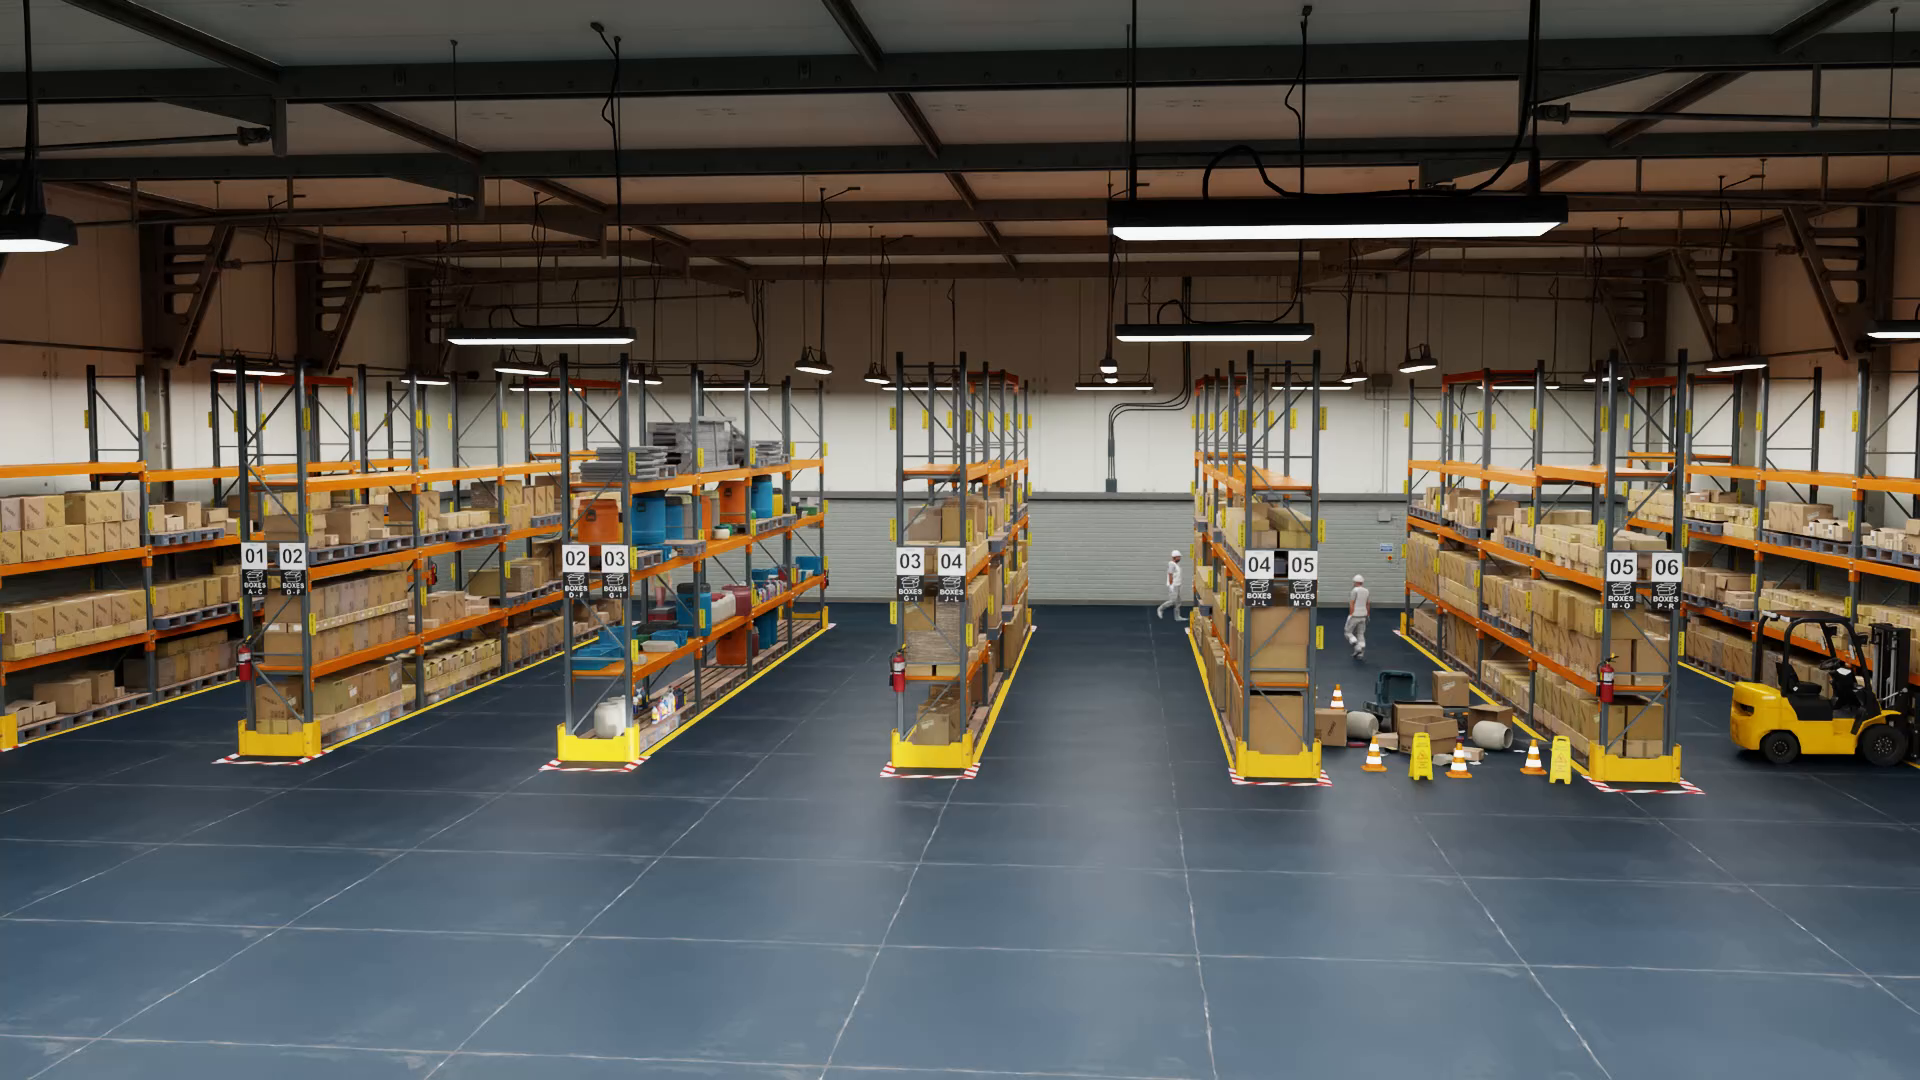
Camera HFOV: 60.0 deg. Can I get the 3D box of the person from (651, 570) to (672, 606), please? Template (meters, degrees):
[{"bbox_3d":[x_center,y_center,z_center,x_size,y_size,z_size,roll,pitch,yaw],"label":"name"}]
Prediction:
[{"bbox_3d":[-7.543,1.195,42.027,0.481,1.656,0.933,-2,5,-27],"label":"person"}]

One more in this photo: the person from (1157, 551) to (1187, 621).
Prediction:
[{"bbox_3d":[5.315,1.148,41.671,0.701,1.776,0.616,2,4,25],"label":"person"}]

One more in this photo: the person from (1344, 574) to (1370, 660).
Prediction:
[{"bbox_3d":[8.403,1.625,34.992,0.598,1.791,0.485,-2,5,-31],"label":"person"}]
